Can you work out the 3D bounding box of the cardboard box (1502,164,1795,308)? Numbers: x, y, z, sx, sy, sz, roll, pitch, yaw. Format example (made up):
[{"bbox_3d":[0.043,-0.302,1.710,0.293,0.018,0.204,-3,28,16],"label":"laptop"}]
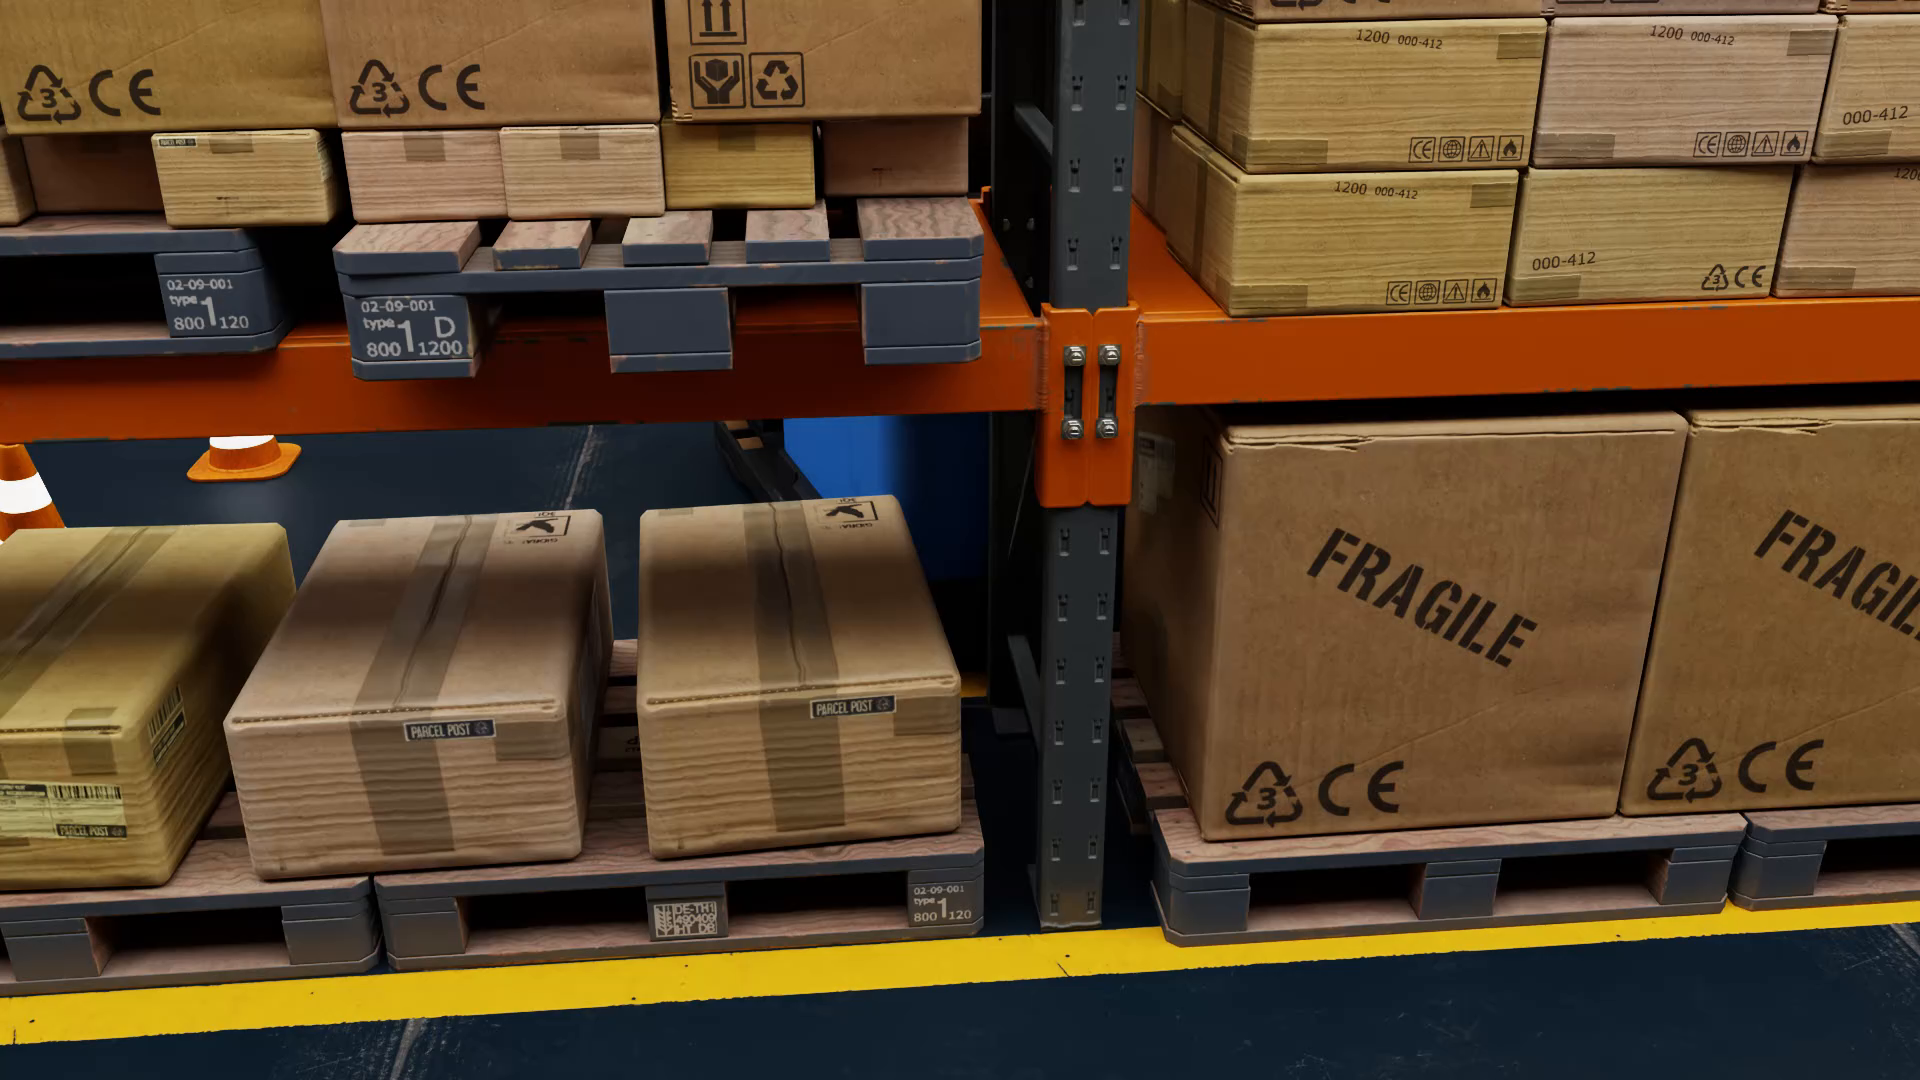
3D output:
[{"bbox_3d":[1.202,-0.643,3.187,0.500,0.250,0.500,-3,24,-7],"label":"cardboard box"}]

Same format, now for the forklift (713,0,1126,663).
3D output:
[{"bbox_3d":[-0.219,-1.576,5.187,1.130,2.935,3.031,-9,25,-19],"label":"forklift"}]

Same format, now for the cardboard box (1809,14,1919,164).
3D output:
[{"bbox_3d":[1.721,-0.881,3.108,0.500,0.250,0.500,-2,24,-5],"label":"cardboard box"}]

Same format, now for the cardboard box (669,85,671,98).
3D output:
[{"bbox_3d":[-1.021,-1.938,8.170,0.750,0.750,1.050,-3,24,-6],"label":"cardboard box"}]

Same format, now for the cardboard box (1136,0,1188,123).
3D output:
[{"bbox_3d":[0.638,-1.048,3.483,0.500,0.250,0.500,-2,24,-5],"label":"cardboard box"}]

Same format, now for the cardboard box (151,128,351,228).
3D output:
[{"bbox_3d":[-1.152,-0.643,2.796,0.250,0.149,0.380,-2,24,-4],"label":"cardboard box"}]

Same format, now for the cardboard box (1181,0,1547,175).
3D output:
[{"bbox_3d":[0.710,-0.846,3.029,0.500,0.250,0.500,-2,24,-6],"label":"cardboard box"}]

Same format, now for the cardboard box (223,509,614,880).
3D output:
[{"bbox_3d":[-1.116,0.295,3.612,0.625,0.372,0.950,-3,24,-6],"label":"cardboard box"}]

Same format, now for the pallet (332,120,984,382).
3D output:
[{"bbox_3d":[-0.518,-0.606,3.157,1.003,0.211,1.213,-2,24,-5],"label":"pallet"}]

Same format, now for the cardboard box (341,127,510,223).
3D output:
[{"bbox_3d":[-0.879,-0.660,2.833,0.250,0.149,0.380,-3,24,-8],"label":"cardboard box"}]

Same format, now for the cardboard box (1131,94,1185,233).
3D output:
[{"bbox_3d":[0.659,-0.822,3.591,0.500,0.250,0.500,-3,24,-7],"label":"cardboard box"}]

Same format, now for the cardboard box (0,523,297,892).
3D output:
[{"bbox_3d":[-1.871,0.323,3.550,0.625,0.372,0.950,-2,24,-3],"label":"cardboard box"}]

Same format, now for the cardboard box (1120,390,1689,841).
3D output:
[{"bbox_3d":[0.877,0.019,3.612,0.875,0.875,0.875,-3,24,-6],"label":"cardboard box"}]

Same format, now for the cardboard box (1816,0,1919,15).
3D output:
[{"bbox_3d":[1.705,-1.227,2.964,0.500,0.500,0.500,-2,24,-4],"label":"cardboard box"}]

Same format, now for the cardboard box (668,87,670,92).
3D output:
[{"bbox_3d":[-0.722,-0.915,3.407,0.250,0.149,0.380,-4,24,-9],"label":"cardboard box"}]

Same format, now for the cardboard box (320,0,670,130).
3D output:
[{"bbox_3d":[-0.757,-0.983,2.763,0.500,0.500,0.500,-3,24,-6],"label":"cardboard box"}]

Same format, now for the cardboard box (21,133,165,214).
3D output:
[{"bbox_3d":[-1.414,-0.684,2.888,0.250,0.149,0.380,-2,24,-5],"label":"cardboard box"}]

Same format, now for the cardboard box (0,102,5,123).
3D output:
[{"bbox_3d":[-1.803,-0.941,2.669,0.500,0.500,0.500,-3,24,-7],"label":"cardboard box"}]

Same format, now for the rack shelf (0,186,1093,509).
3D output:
[{"bbox_3d":[-1.809,-0.357,3.246,4.000,0.370,1.077,-2,24,-5],"label":"rack shelf"}]

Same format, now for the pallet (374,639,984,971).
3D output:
[{"bbox_3d":[-0.597,0.539,3.777,1.213,0.211,1.003,-2,24,-5],"label":"pallet"}]

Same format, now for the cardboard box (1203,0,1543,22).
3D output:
[{"bbox_3d":[0.696,-1.189,2.878,0.500,0.500,0.500,-3,24,-7],"label":"cardboard box"}]

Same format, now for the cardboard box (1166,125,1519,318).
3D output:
[{"bbox_3d":[0.693,-0.615,3.125,0.500,0.250,0.500,-3,24,-6],"label":"cardboard box"}]

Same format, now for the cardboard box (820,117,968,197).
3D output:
[{"bbox_3d":[-0.122,-0.734,3.002,0.250,0.149,0.380,-1,24,-3],"label":"cardboard box"}]

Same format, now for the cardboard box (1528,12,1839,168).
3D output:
[{"bbox_3d":[1.224,-0.866,3.075,0.500,0.250,0.500,-2,24,-4],"label":"cardboard box"}]

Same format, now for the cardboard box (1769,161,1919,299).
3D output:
[{"bbox_3d":[1.725,-0.661,3.229,0.500,0.250,0.500,-2,24,-3],"label":"cardboard box"}]

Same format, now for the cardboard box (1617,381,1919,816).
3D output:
[{"bbox_3d":[1.765,-0.014,3.688,0.875,0.875,0.875,-2,24,-5],"label":"cardboard box"}]

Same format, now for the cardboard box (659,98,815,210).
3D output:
[{"bbox_3d":[-0.382,-0.695,2.912,0.250,0.149,0.380,-2,24,-4],"label":"cardboard box"}]

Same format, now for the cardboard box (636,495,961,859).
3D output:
[{"bbox_3d":[-0.382,0.262,3.686,0.625,0.372,0.950,-4,24,-9],"label":"cardboard box"}]

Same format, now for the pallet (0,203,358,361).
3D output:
[{"bbox_3d":[-1.785,-0.582,3.103,1.213,0.211,1.003,-2,24,-5],"label":"pallet"}]

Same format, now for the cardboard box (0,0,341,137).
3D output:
[{"bbox_3d":[-1.259,-0.963,2.717,0.500,0.500,0.500,-4,24,-9],"label":"cardboard box"}]

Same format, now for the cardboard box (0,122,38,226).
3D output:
[{"bbox_3d":[-1.656,-0.641,2.790,0.250,0.149,0.380,-3,24,-7],"label":"cardboard box"}]

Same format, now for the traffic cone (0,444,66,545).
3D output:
[{"bbox_3d":[-2.703,-0.062,4.820,0.334,0.463,0.336,-2,24,-5],"label":"traffic cone"}]

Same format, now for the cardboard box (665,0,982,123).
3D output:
[{"bbox_3d":[-0.244,-1.009,2.820,0.500,0.500,0.500,-3,24,-7],"label":"cardboard box"}]

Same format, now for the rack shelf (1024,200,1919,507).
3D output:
[{"bbox_3d":[2.171,-0.517,3.605,4.000,0.370,1.077,-2,24,-5],"label":"rack shelf"}]

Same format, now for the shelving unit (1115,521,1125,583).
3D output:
[{"bbox_3d":[0.645,-0.214,4.234,0.503,1.200,0.258,-10,27,-18],"label":"shelving unit"}]

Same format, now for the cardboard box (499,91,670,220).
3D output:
[{"bbox_3d":[-0.628,-0.666,2.848,0.250,0.149,0.380,-2,24,-6],"label":"cardboard box"}]

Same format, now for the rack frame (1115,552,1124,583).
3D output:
[{"bbox_3d":[0.417,-0.175,4.157,0.015,1.200,0.240,-10,27,-18],"label":"rack frame"}]

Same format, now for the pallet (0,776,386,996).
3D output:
[{"bbox_3d":[-1.808,0.587,3.670,1.213,0.211,1.003,-2,24,-5],"label":"pallet"}]

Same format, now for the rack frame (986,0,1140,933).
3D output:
[{"bbox_3d":[0.181,-0.766,3.279,0.127,3.000,1.000,-2,24,-5],"label":"rack frame"}]

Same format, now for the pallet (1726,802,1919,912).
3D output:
[{"bbox_3d":[2.184,0.460,3.955,1.213,0.211,1.003,-2,24,-5],"label":"pallet"}]

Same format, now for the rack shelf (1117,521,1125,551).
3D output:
[{"bbox_3d":[0.647,0.026,4.350,0.480,0.148,0.258,-10,27,-18],"label":"rack shelf"}]

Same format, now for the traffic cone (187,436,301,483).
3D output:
[{"bbox_3d":[-2.513,-0.478,5.755,0.334,0.463,0.336,-2,24,-5],"label":"traffic cone"}]

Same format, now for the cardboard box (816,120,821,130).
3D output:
[{"bbox_3d":[-0.161,-0.905,3.385,0.250,0.149,0.380,-4,24,-8],"label":"cardboard box"}]

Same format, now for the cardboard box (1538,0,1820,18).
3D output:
[{"bbox_3d":[1.189,-1.213,2.931,0.500,0.500,0.500,-2,24,-5],"label":"cardboard box"}]

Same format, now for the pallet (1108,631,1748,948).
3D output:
[{"bbox_3d":[0.973,0.508,3.848,1.213,0.211,1.003,-2,24,-5],"label":"pallet"}]
